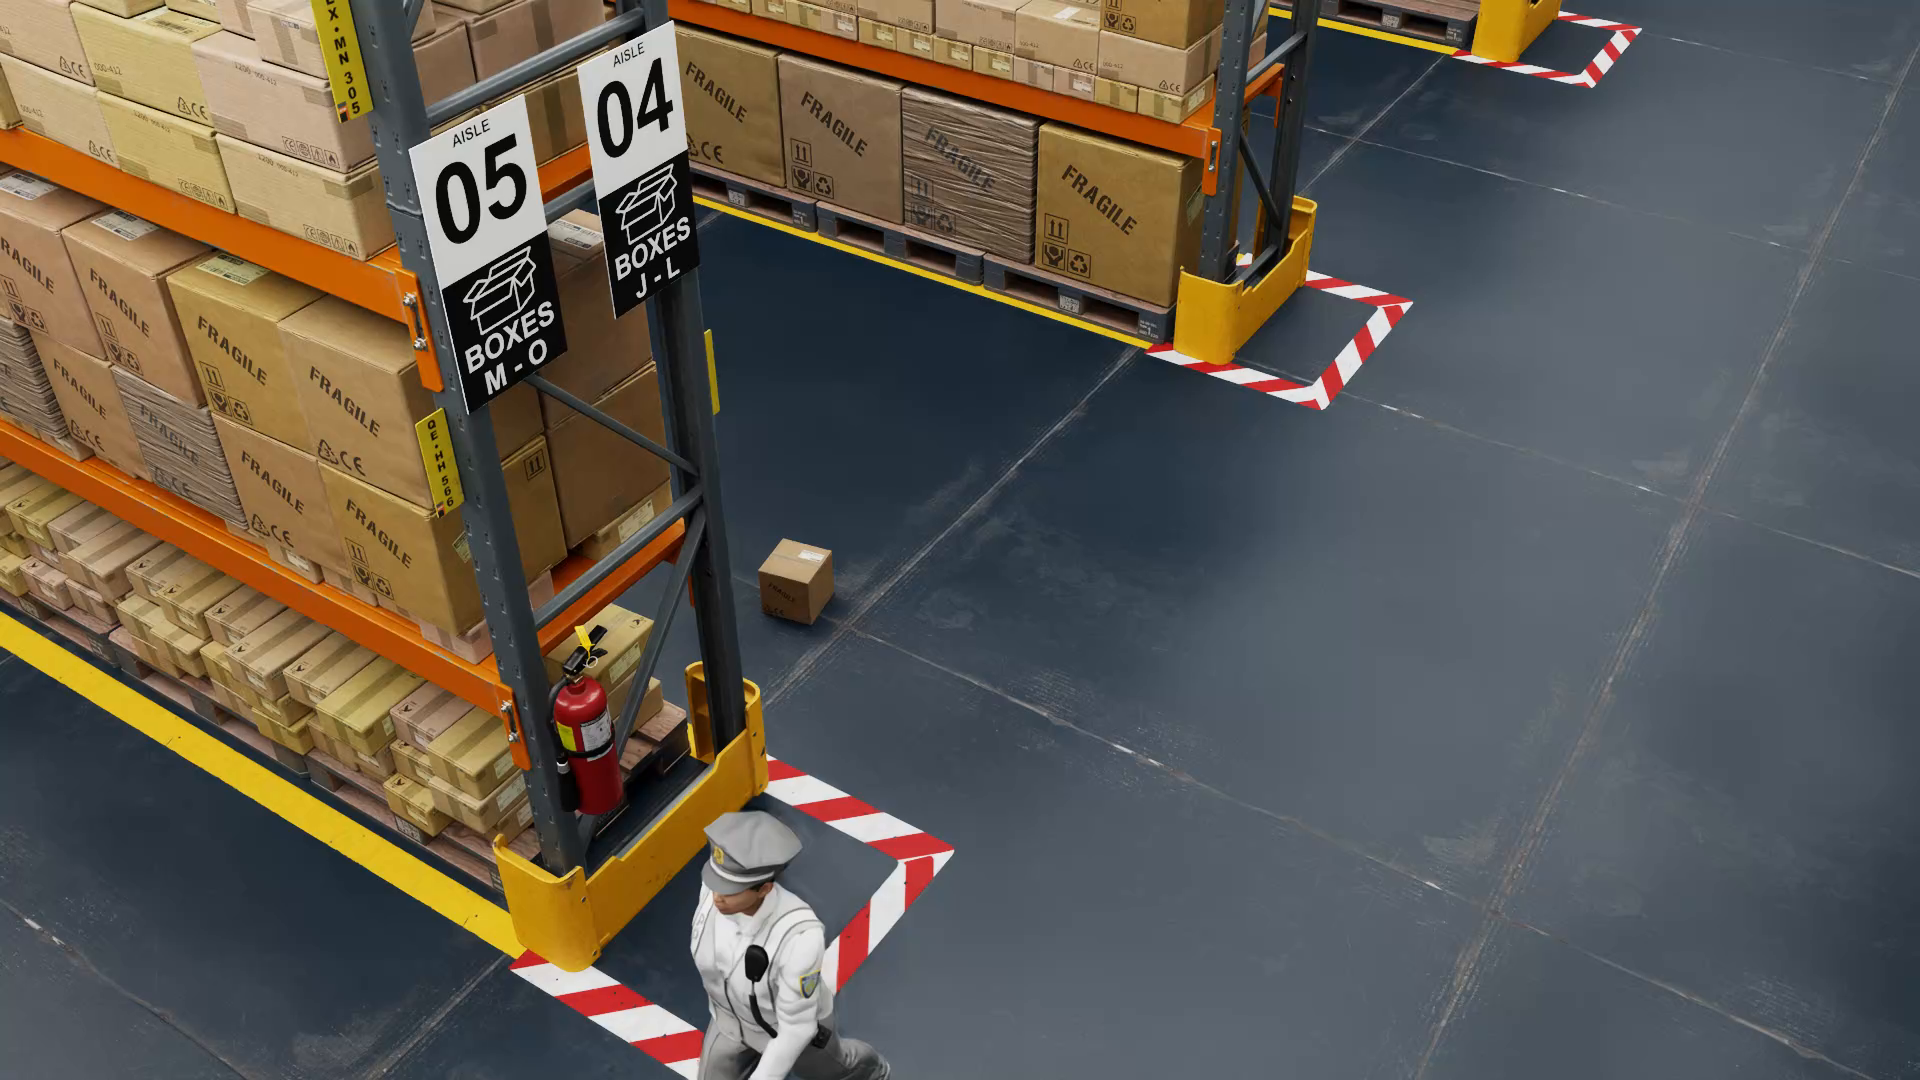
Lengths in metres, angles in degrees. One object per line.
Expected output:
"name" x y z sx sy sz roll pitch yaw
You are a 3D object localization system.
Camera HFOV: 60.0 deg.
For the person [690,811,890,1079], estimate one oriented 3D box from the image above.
"person" -0.596 1.431 4.856 0.479 1.615 1.027 20 43 24
